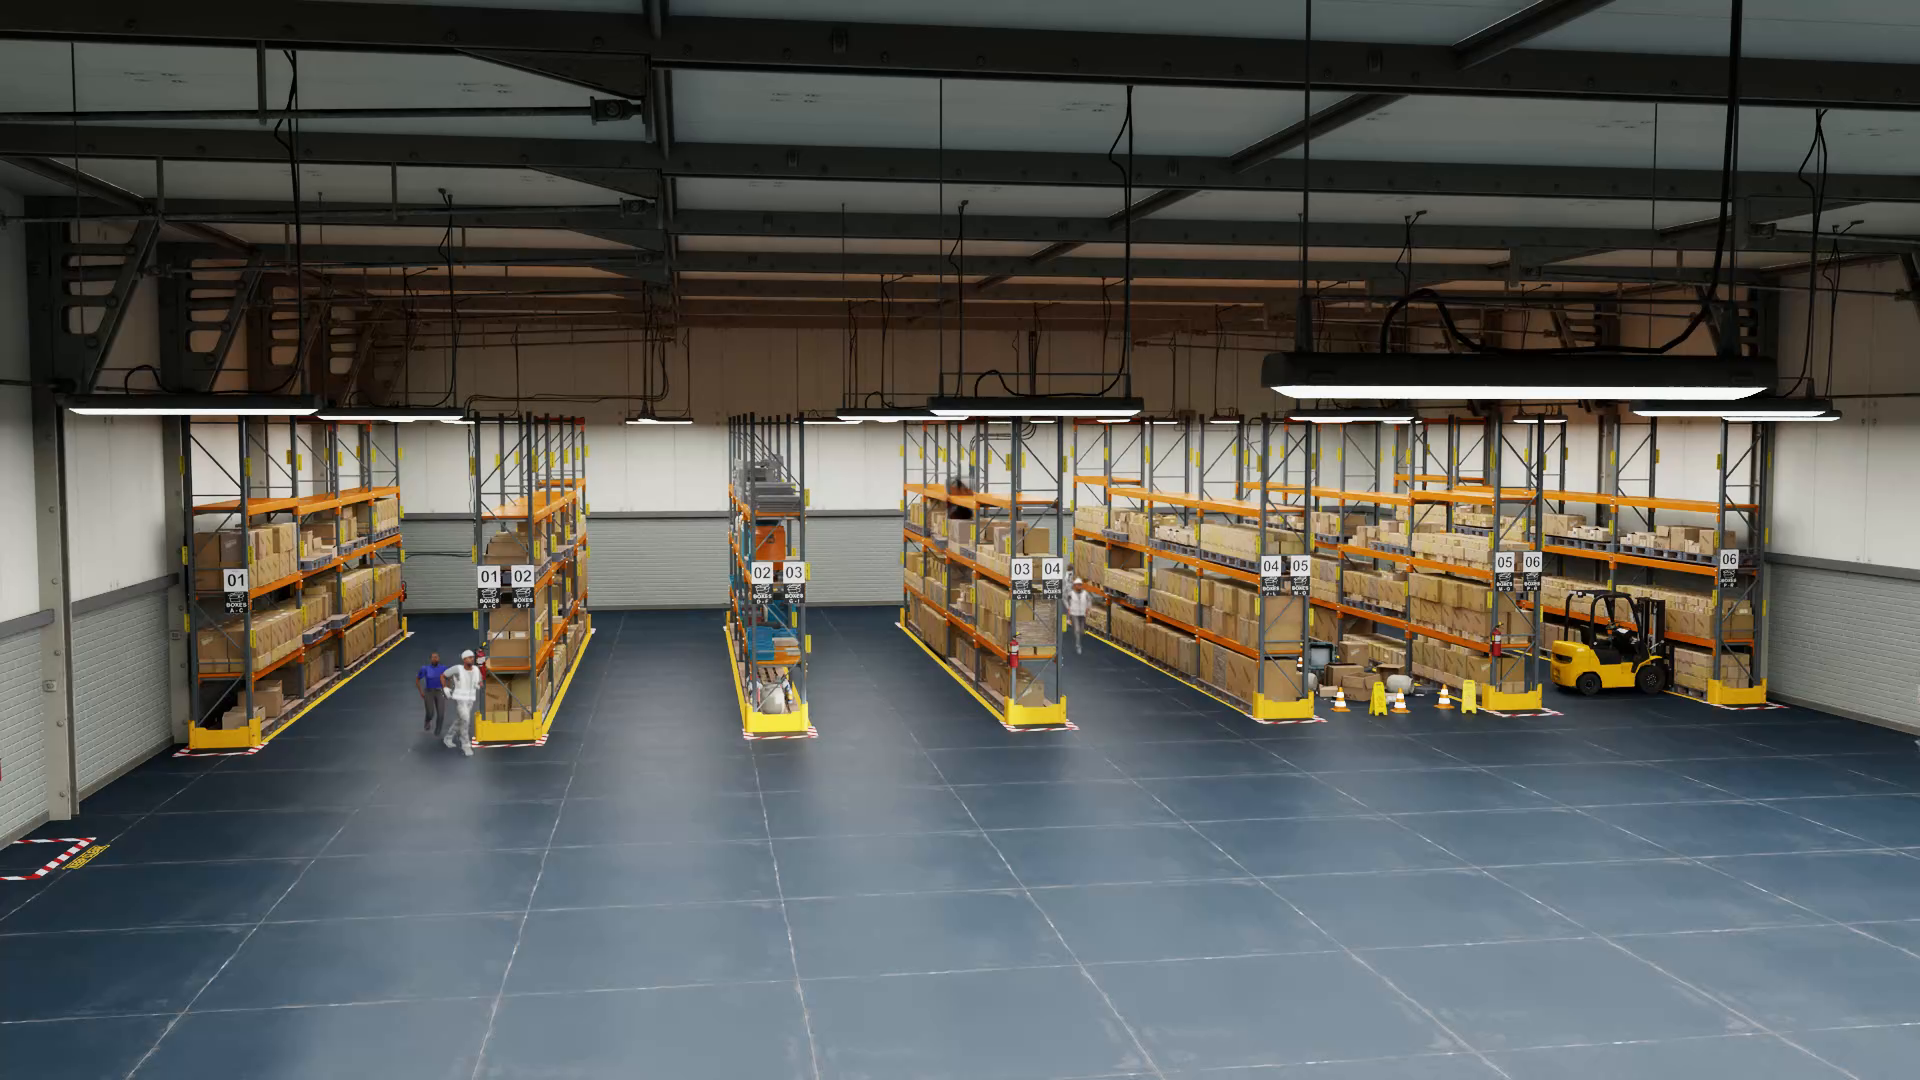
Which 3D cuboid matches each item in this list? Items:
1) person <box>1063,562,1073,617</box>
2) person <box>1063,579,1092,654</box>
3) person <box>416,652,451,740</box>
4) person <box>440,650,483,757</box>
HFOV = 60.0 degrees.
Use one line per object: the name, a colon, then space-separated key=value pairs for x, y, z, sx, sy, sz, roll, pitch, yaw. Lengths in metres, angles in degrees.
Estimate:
person: x=3.259 y=1.508 z=49.727 sx=0.592 sy=1.715 sz=0.583 roll=-2 pitch=5 yaw=-31
person: x=2.862 y=1.824 z=40.300 sx=0.673 sy=1.788 sz=0.791 roll=-1 pitch=4 yaw=-10
person: x=-9.688 y=2.861 z=30.607 sx=0.619 sy=1.650 sz=0.542 roll=-2 pitch=4 yaw=-29
person: x=-8.731 y=2.840 z=29.337 sx=0.911 sy=1.797 sz=0.715 roll=2 pitch=5 yaw=31
